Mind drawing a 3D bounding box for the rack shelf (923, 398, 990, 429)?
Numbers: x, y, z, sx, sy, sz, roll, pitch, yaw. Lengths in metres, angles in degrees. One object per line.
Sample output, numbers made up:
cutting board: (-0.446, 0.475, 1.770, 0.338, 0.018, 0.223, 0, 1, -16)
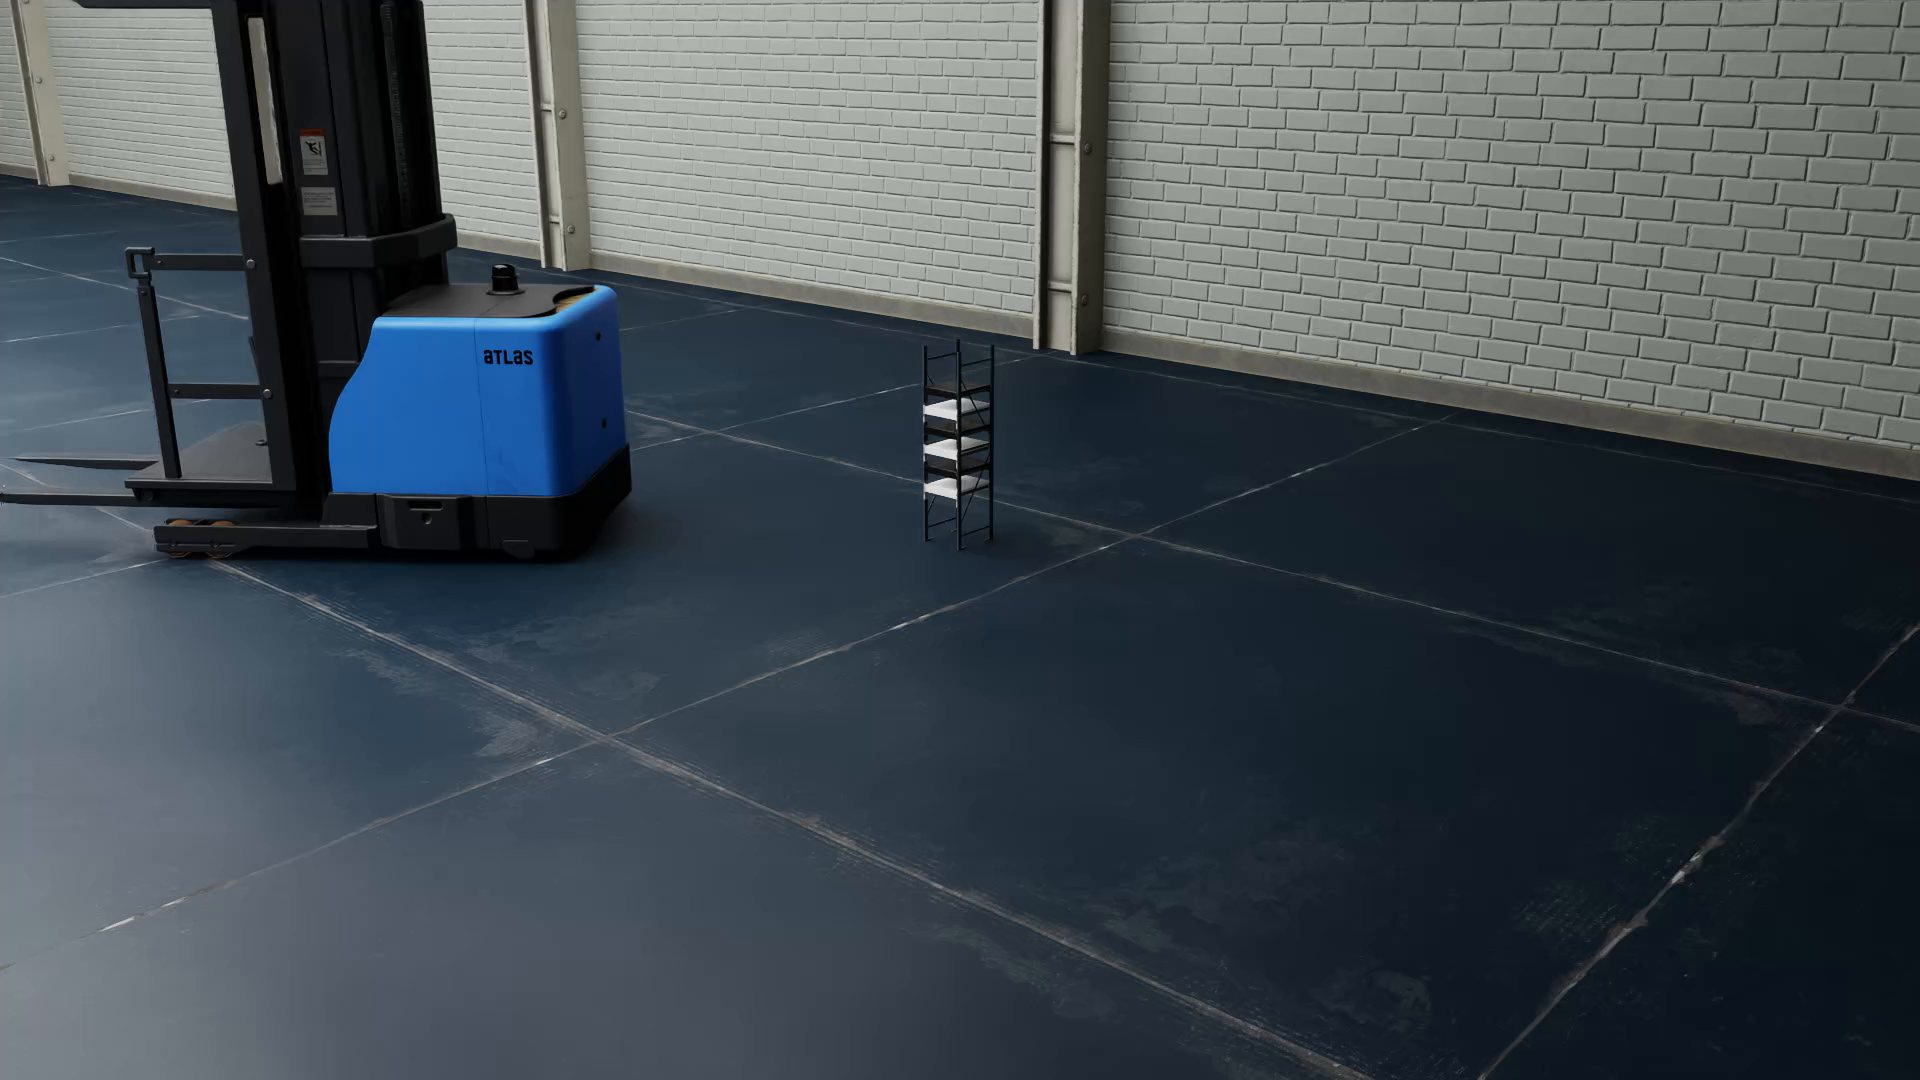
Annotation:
rack shelf: (-0.006, -0.570, 7.436, 0.200, 0.077, 0.258, 15, 23, 39)

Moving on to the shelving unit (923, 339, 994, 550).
shelving unit: (-0.006, -0.431, 7.481, 0.210, 0.900, 0.258, 15, 23, 39)

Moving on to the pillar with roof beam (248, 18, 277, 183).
pillar with roof beam: (-11.061, -7.099, 15.103, 0.400, 9.000, 9.100, 15, 23, 39)

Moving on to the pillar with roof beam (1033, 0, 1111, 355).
pillar with roof beam: (-2.086, -4.689, 7.511, 0.400, 9.000, 9.100, 15, 23, 39)

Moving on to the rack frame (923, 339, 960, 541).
rack frame: (-0.082, -0.451, 7.545, 0.006, 0.900, 0.240, 15, 23, 39)

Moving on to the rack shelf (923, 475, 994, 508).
rack shelf: (-0.006, -0.227, 7.545, 0.200, 0.077, 0.258, 15, 23, 39)

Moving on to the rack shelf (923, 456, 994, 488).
rack shelf: (-0.006, -0.313, 7.518, 0.200, 0.077, 0.258, 15, 23, 39)

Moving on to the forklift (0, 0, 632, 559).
forklift: (-3.146, -1.471, 7.402, 3.031, 2.935, 1.130, 1, 18, 4)

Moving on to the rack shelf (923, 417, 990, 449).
rack shelf: (-0.006, -0.485, 7.464, 0.200, 0.077, 0.258, 15, 23, 39)

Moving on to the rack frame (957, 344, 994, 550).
rack frame: (0.070, -0.410, 7.416, 0.006, 0.900, 0.240, 15, 23, 39)

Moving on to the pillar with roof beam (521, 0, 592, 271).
pillar with roof beam: (-6.574, -5.894, 11.307, 0.400, 9.000, 9.100, 15, 23, 39)

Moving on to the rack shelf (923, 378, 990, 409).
rack shelf: (-0.006, -0.656, 7.409, 0.200, 0.077, 0.258, 15, 23, 39)

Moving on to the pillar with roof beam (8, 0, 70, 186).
pillar with roof beam: (-15.549, -8.303, 18.899, 0.400, 9.000, 9.100, 15, 23, 39)

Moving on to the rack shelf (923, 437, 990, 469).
rack shelf: (-0.006, -0.399, 7.491, 0.200, 0.077, 0.258, 15, 23, 39)
